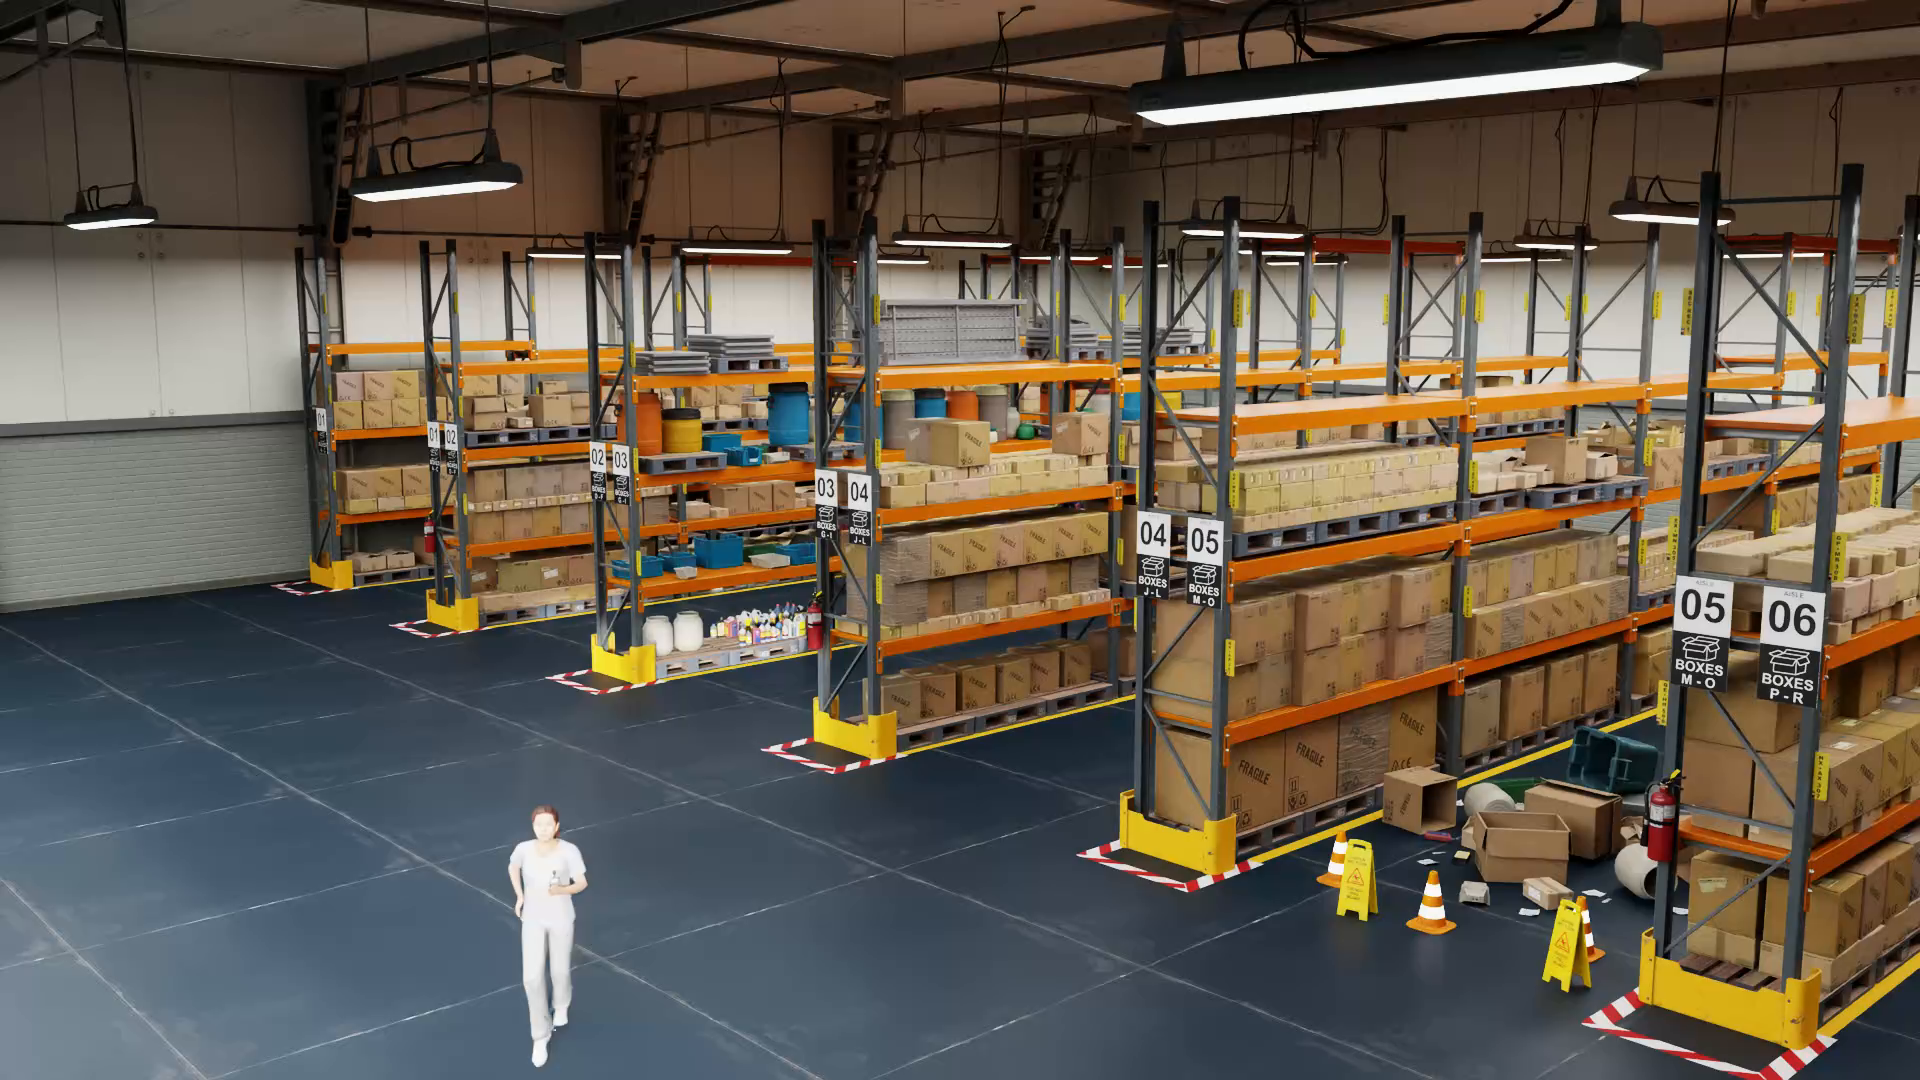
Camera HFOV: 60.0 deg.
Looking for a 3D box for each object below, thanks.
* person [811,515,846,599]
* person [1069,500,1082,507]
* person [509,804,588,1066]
[{"bbox_3d":[-2.050,0.081,26.903,0.817,1.774,0.638,-8,11,-43],"label":"person"},{"bbox_3d":[2.197,-0.400,32.537,0.579,1.659,0.859,6,10,35],"label":"person"},{"bbox_3d":[-2.842,2.665,11.491,0.551,1.714,0.742,-1,8,-9],"label":"person"}]
